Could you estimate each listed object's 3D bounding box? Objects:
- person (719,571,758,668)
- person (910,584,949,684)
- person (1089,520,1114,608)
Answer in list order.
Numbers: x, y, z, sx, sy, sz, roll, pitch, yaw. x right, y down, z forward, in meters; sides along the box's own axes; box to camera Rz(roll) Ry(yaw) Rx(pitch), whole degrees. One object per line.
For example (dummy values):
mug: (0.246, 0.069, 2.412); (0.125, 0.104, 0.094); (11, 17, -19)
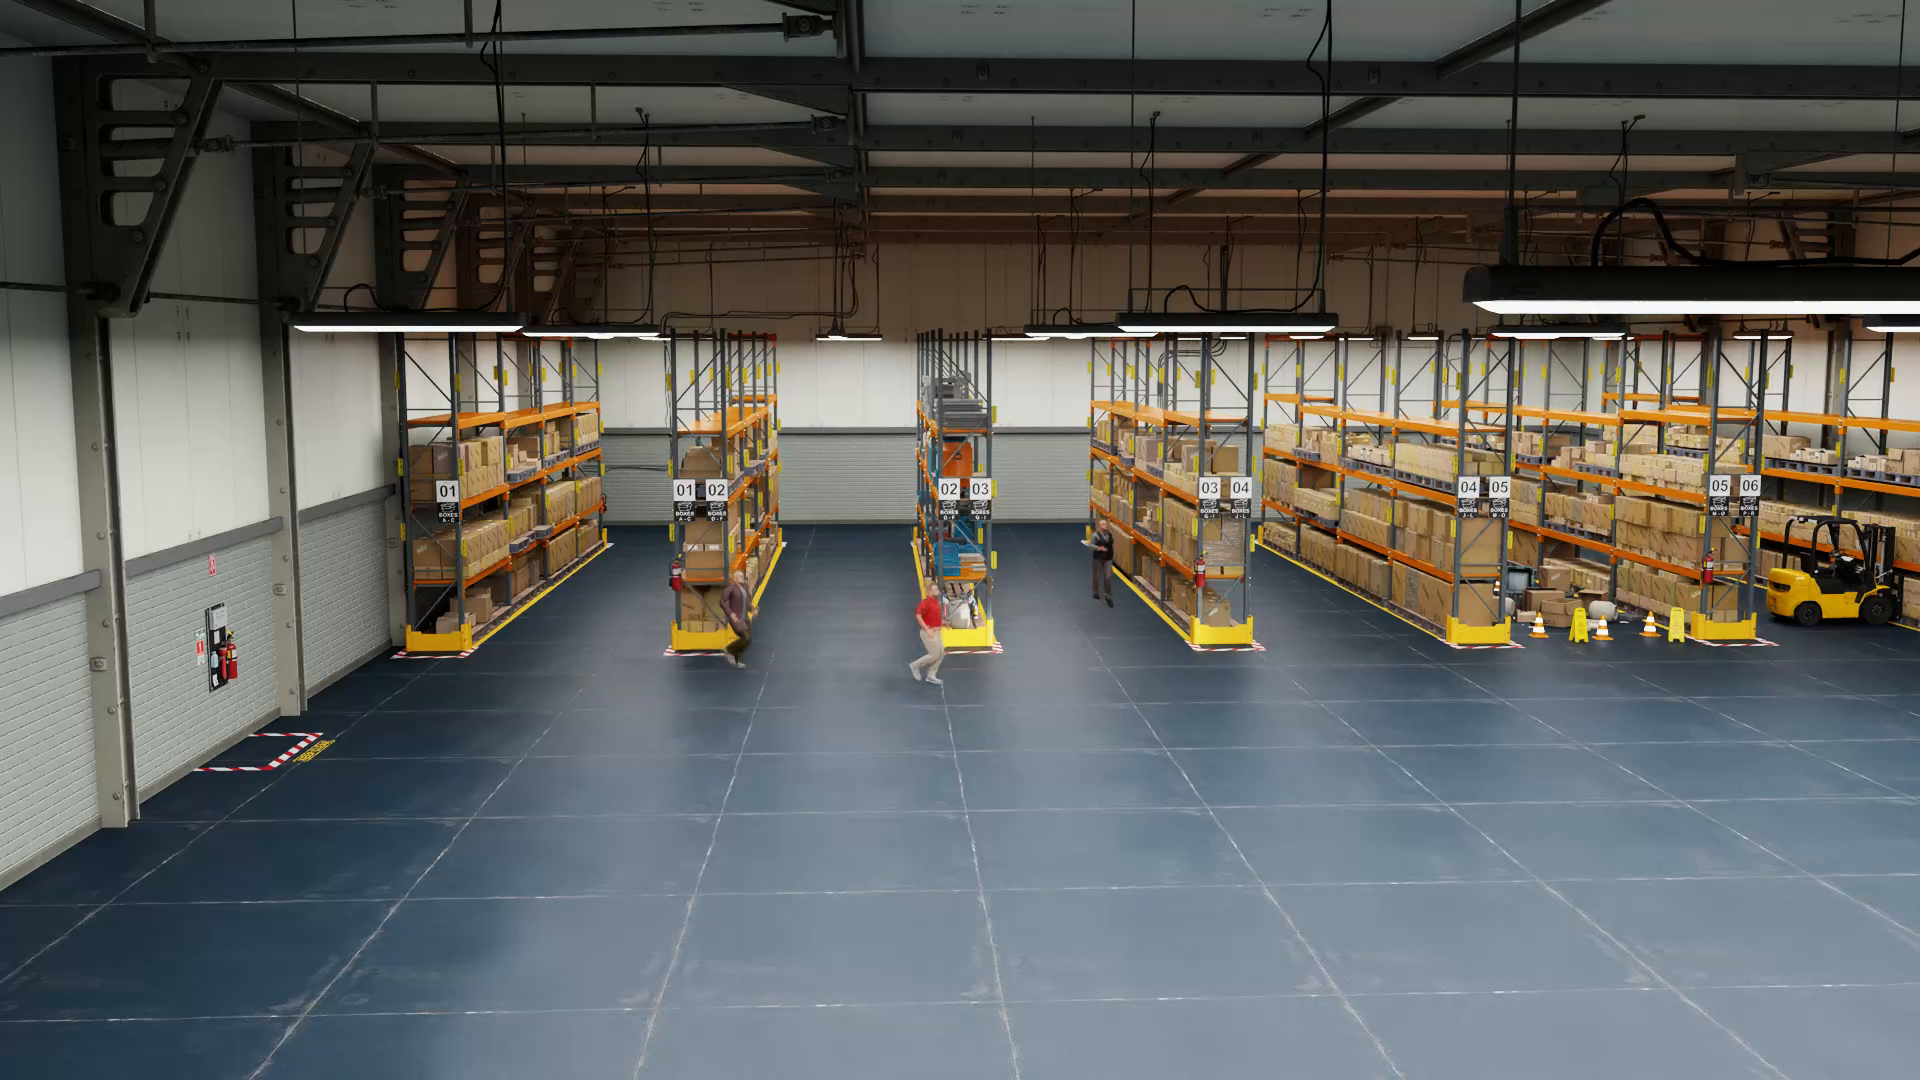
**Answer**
person: (-3.879, 1.416, 29.416); (0.593, 1.719, 0.671); (4, 8, 29)
person: (-0.512, 1.581, 28.142); (0.598, 1.701, 0.681); (3, 7, 22)
person: (2.998, 0.490, 35.023); (0.642, 1.840, 0.751); (-2, 7, -17)
